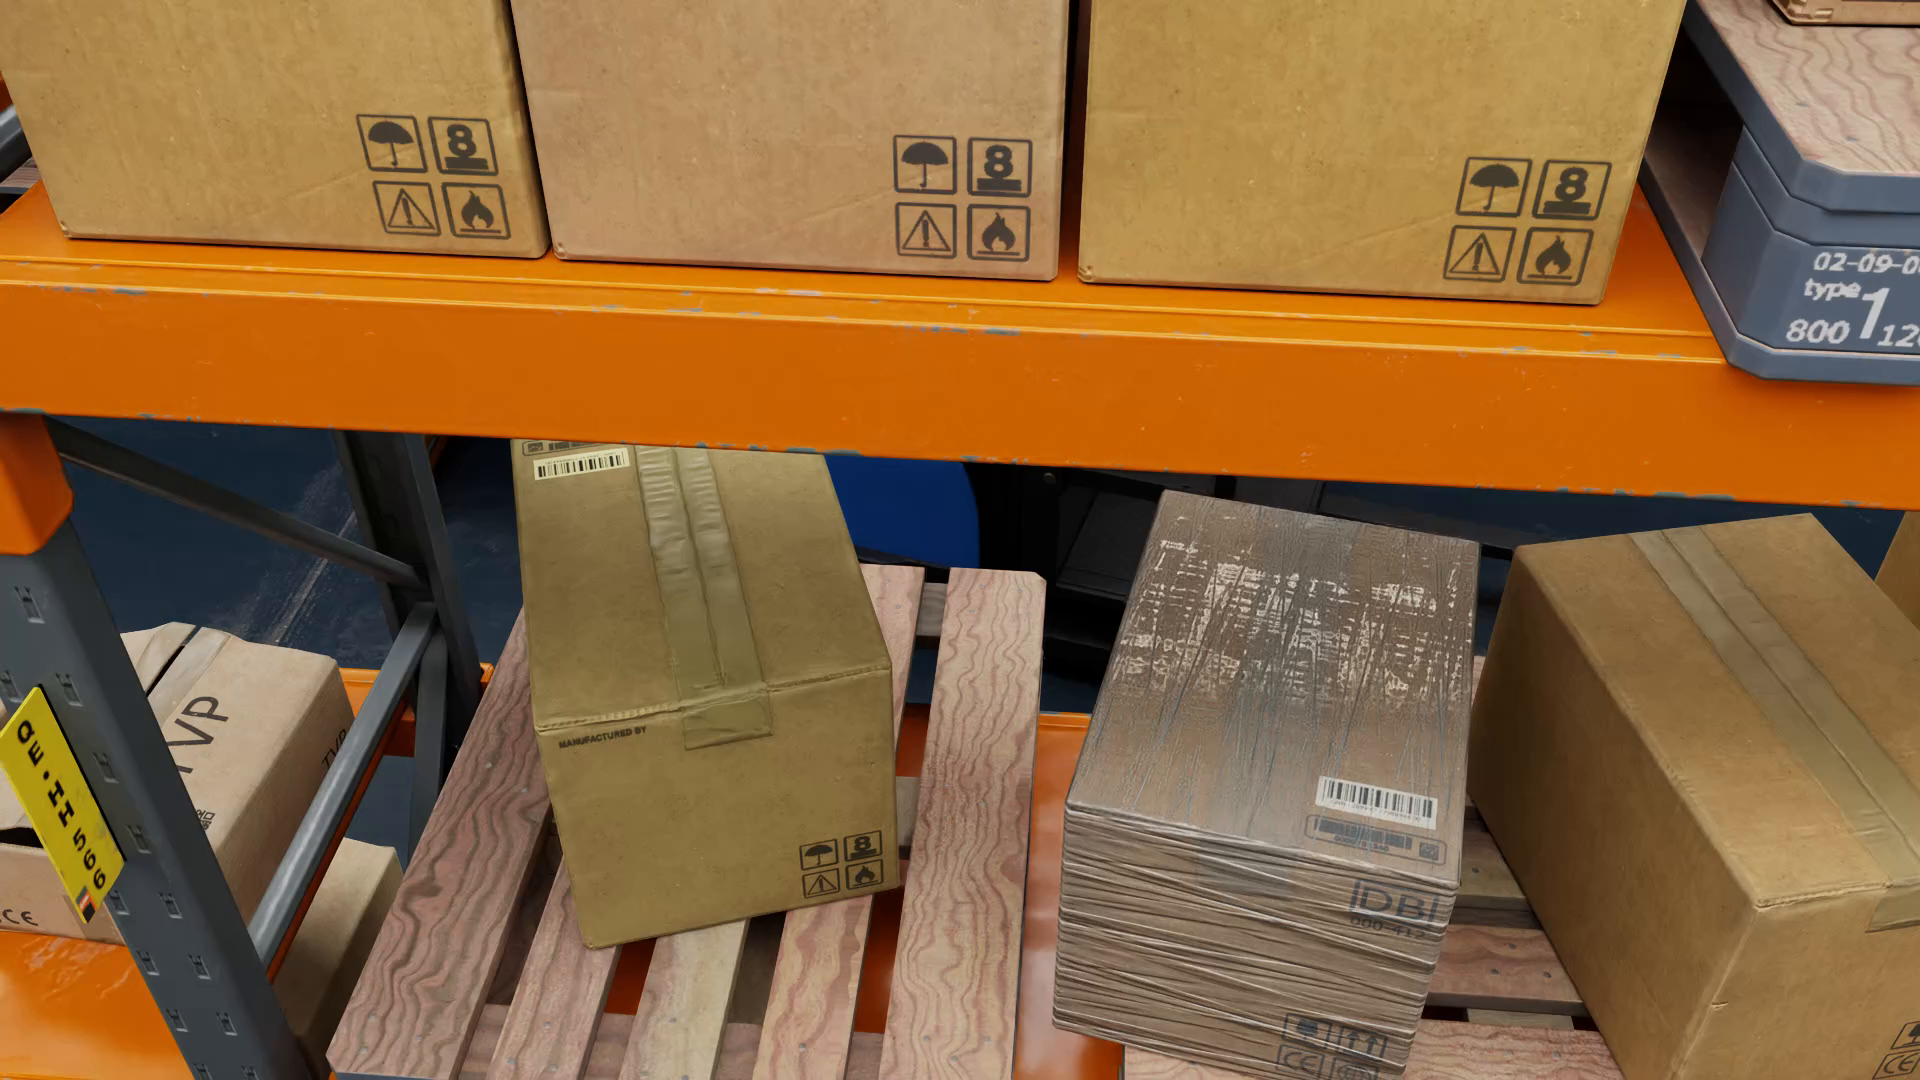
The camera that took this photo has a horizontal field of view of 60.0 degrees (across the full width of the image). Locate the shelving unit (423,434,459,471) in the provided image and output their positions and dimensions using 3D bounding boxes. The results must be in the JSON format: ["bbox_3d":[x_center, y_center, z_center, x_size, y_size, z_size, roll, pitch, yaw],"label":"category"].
[{"bbox_3d":[-1.387,-0.843,5.597,1.083,1.500,0.587,2,39,3],"label":"shelving unit"}]

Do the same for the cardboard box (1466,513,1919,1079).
[{"bbox_3d":[1.158,0.390,2.483,0.500,0.500,0.700,-6,40,-8],"label":"cardboard box"}]

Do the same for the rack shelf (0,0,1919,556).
[{"bbox_3d":[0.931,-0.344,1.990,4.000,0.370,1.077,3,39,4],"label":"rack shelf"}]

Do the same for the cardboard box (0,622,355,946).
[{"bbox_3d":[-1.420,0.419,2.930,0.500,0.311,0.500,5,39,7],"label":"cardboard box"}]

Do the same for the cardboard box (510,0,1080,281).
[{"bbox_3d":[-0.116,-0.740,1.828,0.500,0.500,0.910,3,39,4],"label":"cardboard box"}]

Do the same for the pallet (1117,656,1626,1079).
[{"bbox_3d":[0.876,0.609,2.778,1.213,0.211,1.003,3,39,4],"label":"pallet"}]

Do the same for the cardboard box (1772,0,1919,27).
[{"bbox_3d":[1.099,-0.899,1.611,0.600,0.600,0.600,2,39,2],"label":"cardboard box"}]

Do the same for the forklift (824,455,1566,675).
[{"bbox_3d":[0.653,-1.004,4.661,3.031,2.935,1.130,12,41,15],"label":"forklift"}]

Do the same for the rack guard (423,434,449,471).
[{"bbox_3d":[-1.884,-0.377,6.015,0.087,0.250,0.587,2,39,3],"label":"rack guard"}]

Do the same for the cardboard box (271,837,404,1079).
[{"bbox_3d":[-1.558,0.904,3.664,0.500,0.311,0.500,4,39,5],"label":"cardboard box"}]

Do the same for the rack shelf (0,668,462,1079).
[{"bbox_3d":[-3.054,0.601,3.205,4.000,0.370,1.077,3,39,4],"label":"rack shelf"}]

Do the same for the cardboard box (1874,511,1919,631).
[{"bbox_3d":[1.780,0.284,2.614,0.500,0.500,0.700,9,40,11],"label":"cardboard box"}]

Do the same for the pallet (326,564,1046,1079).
[{"bbox_3d":[-0.380,0.499,2.913,1.003,0.211,1.213,3,39,4],"label":"pallet"}]

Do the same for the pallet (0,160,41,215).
[{"bbox_3d":[-3.847,-1.779,7.769,1.213,0.211,1.003,3,39,4],"label":"pallet"}]

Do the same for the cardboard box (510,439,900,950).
[{"bbox_3d":[-0.424,0.193,2.725,0.500,0.500,0.700,-9,40,-11],"label":"cardboard box"}]

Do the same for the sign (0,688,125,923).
[{"bbox_3d":[-1.106,0.332,2.049,0.005,0.325,0.100,3,39,4],"label":"sign"}]

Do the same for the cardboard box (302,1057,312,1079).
[{"bbox_3d":[-1.605,1.244,3.247,0.500,0.311,0.500,4,39,5],"label":"cardboard box"}]

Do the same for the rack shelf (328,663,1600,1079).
[{"bbox_3d":[0.931,0.819,2.937,4.000,0.370,1.077,3,39,4],"label":"rack shelf"}]

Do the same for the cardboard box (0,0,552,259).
[{"bbox_3d":[-0.624,-0.768,1.862,0.500,0.500,0.910,3,39,4],"label":"cardboard box"}]

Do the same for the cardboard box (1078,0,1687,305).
[{"bbox_3d":[0.402,-0.712,1.793,0.500,0.500,0.910,3,39,4],"label":"cardboard box"}]

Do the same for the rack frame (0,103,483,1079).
[{"bbox_3d":[-1.061,0.431,2.844,0.127,3.000,1.000,3,39,4],"label":"rack frame"}]

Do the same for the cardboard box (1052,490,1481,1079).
[{"bbox_3d":[0.470,0.363,2.516,0.500,0.500,0.700,10,40,12],"label":"cardboard box"}]

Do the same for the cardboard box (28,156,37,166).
[{"bbox_3d":[-3.888,-2.074,7.553,0.500,0.500,0.700,4,39,5],"label":"cardboard box"}]

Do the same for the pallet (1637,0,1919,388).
[{"bbox_3d":[1.246,-0.575,1.853,1.003,0.211,1.213,3,39,4],"label":"pallet"}]

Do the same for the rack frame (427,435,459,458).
[{"bbox_3d":[-1.904,-0.862,5.621,0.032,1.500,0.500,2,39,3],"label":"rack frame"}]

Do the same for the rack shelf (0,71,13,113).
[{"bbox_3d":[-3.054,-0.562,2.258,4.000,0.370,1.077,3,39,4],"label":"rack shelf"}]

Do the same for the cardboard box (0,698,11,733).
[{"bbox_3d":[-1.936,0.295,3.081,0.500,0.311,0.500,3,39,3],"label":"cardboard box"}]
